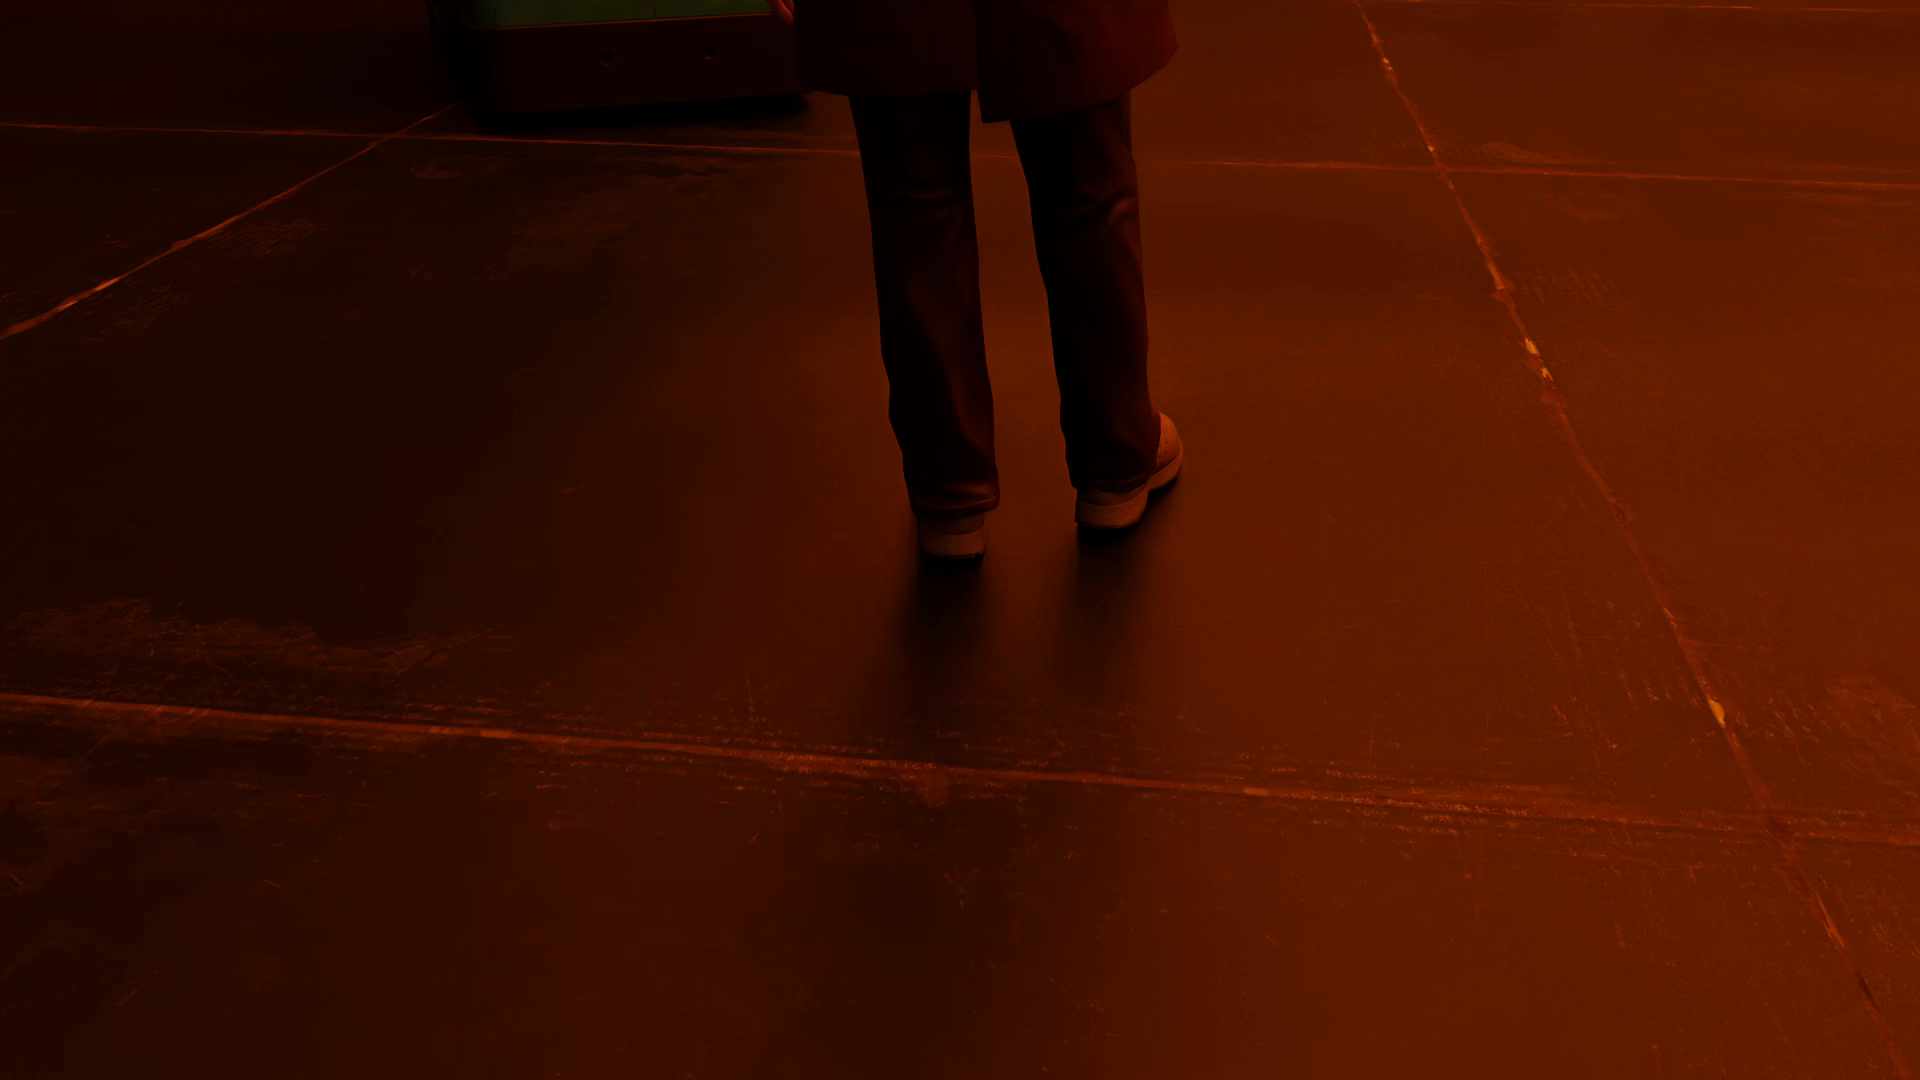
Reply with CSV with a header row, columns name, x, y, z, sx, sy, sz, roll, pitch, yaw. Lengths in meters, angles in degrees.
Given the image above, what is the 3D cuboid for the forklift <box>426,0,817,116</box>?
name,x,y,z,sx,sy,sz,roll,pitch,yaw
forklift,-1.386,-3.182,5.595,1.130,2.935,3.031,-9,28,-17

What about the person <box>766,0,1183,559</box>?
name,x,y,z,sx,sy,sz,roll,pitch,yaw
person,0.016,-0.843,2.181,0.698,1.778,0.579,3,27,7
